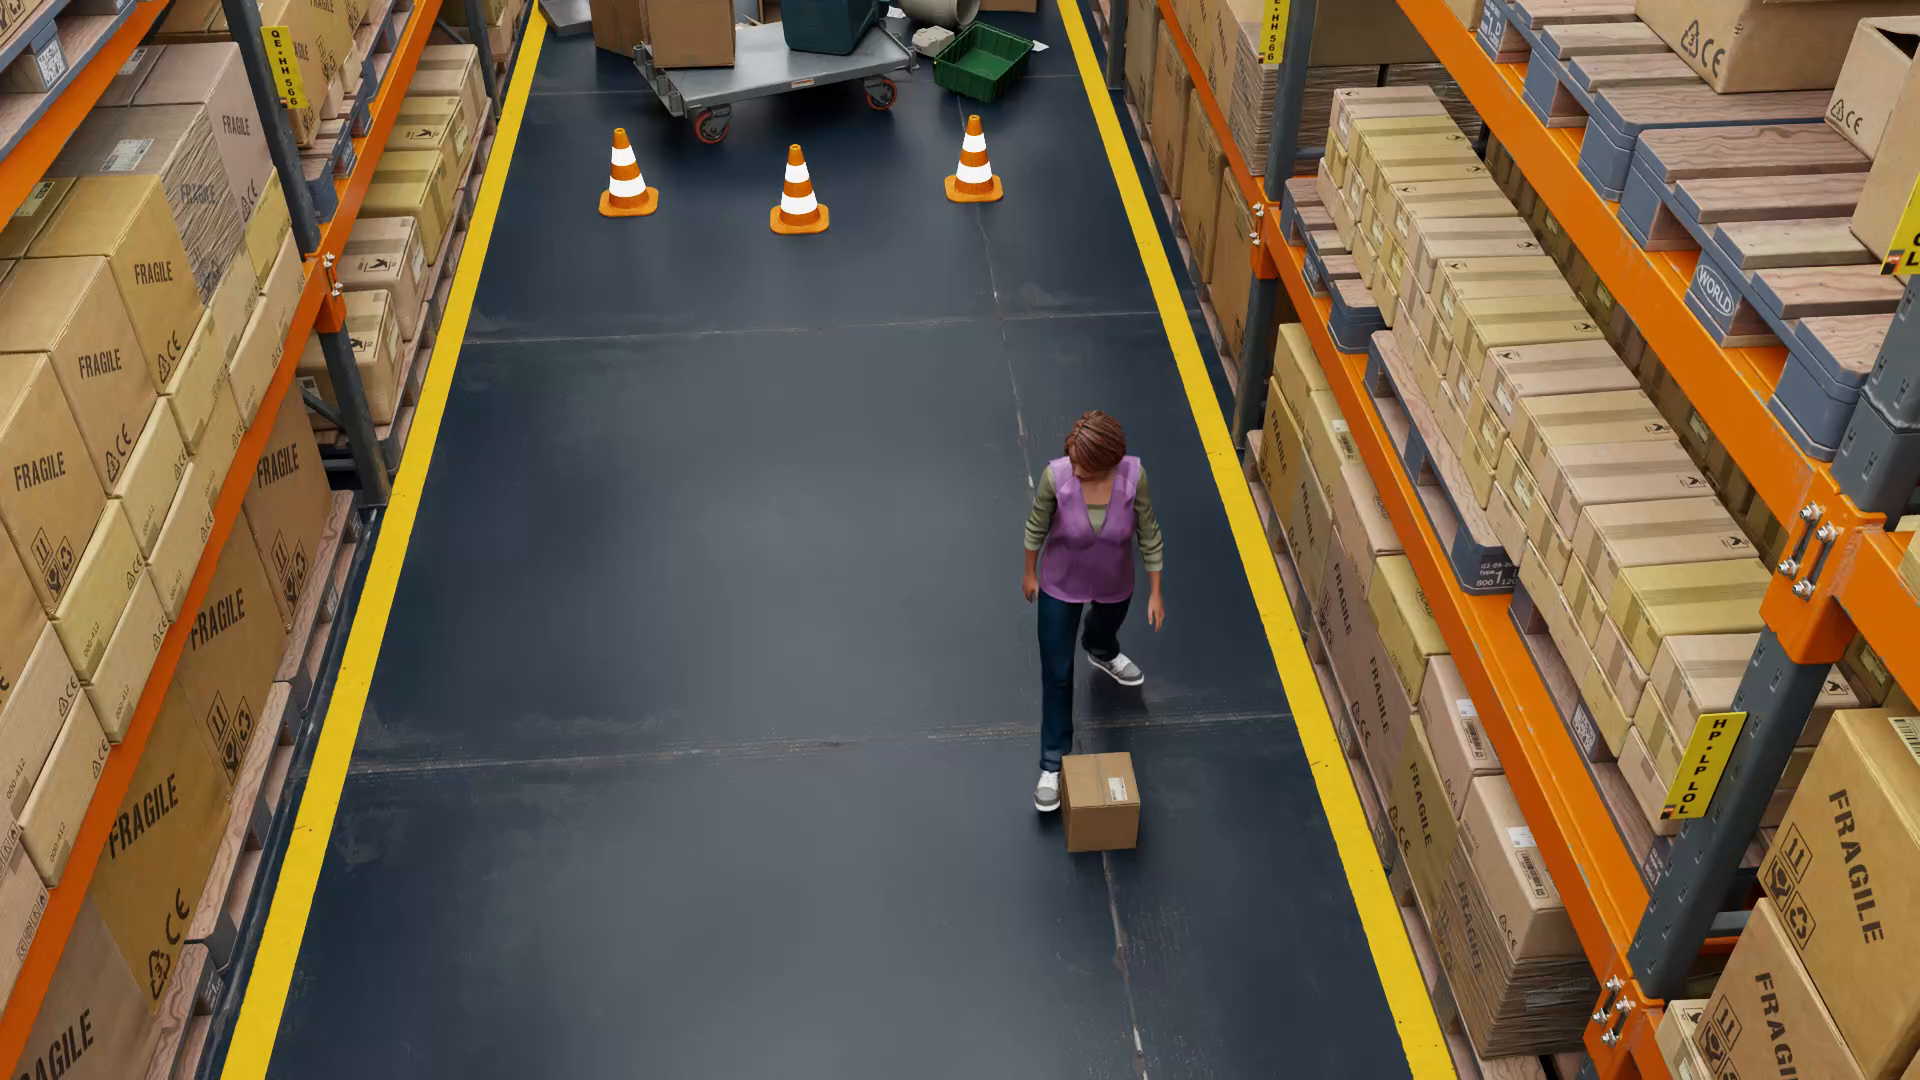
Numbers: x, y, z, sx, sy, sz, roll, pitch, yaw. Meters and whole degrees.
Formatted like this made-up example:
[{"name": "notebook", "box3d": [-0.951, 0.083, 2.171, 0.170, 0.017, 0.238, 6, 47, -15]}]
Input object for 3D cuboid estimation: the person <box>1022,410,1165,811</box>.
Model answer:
[{"name": "person", "box3d": [0.495, 0.159, 5.977, 0.561, 1.548, 0.824, -6, 40, -7]}]
